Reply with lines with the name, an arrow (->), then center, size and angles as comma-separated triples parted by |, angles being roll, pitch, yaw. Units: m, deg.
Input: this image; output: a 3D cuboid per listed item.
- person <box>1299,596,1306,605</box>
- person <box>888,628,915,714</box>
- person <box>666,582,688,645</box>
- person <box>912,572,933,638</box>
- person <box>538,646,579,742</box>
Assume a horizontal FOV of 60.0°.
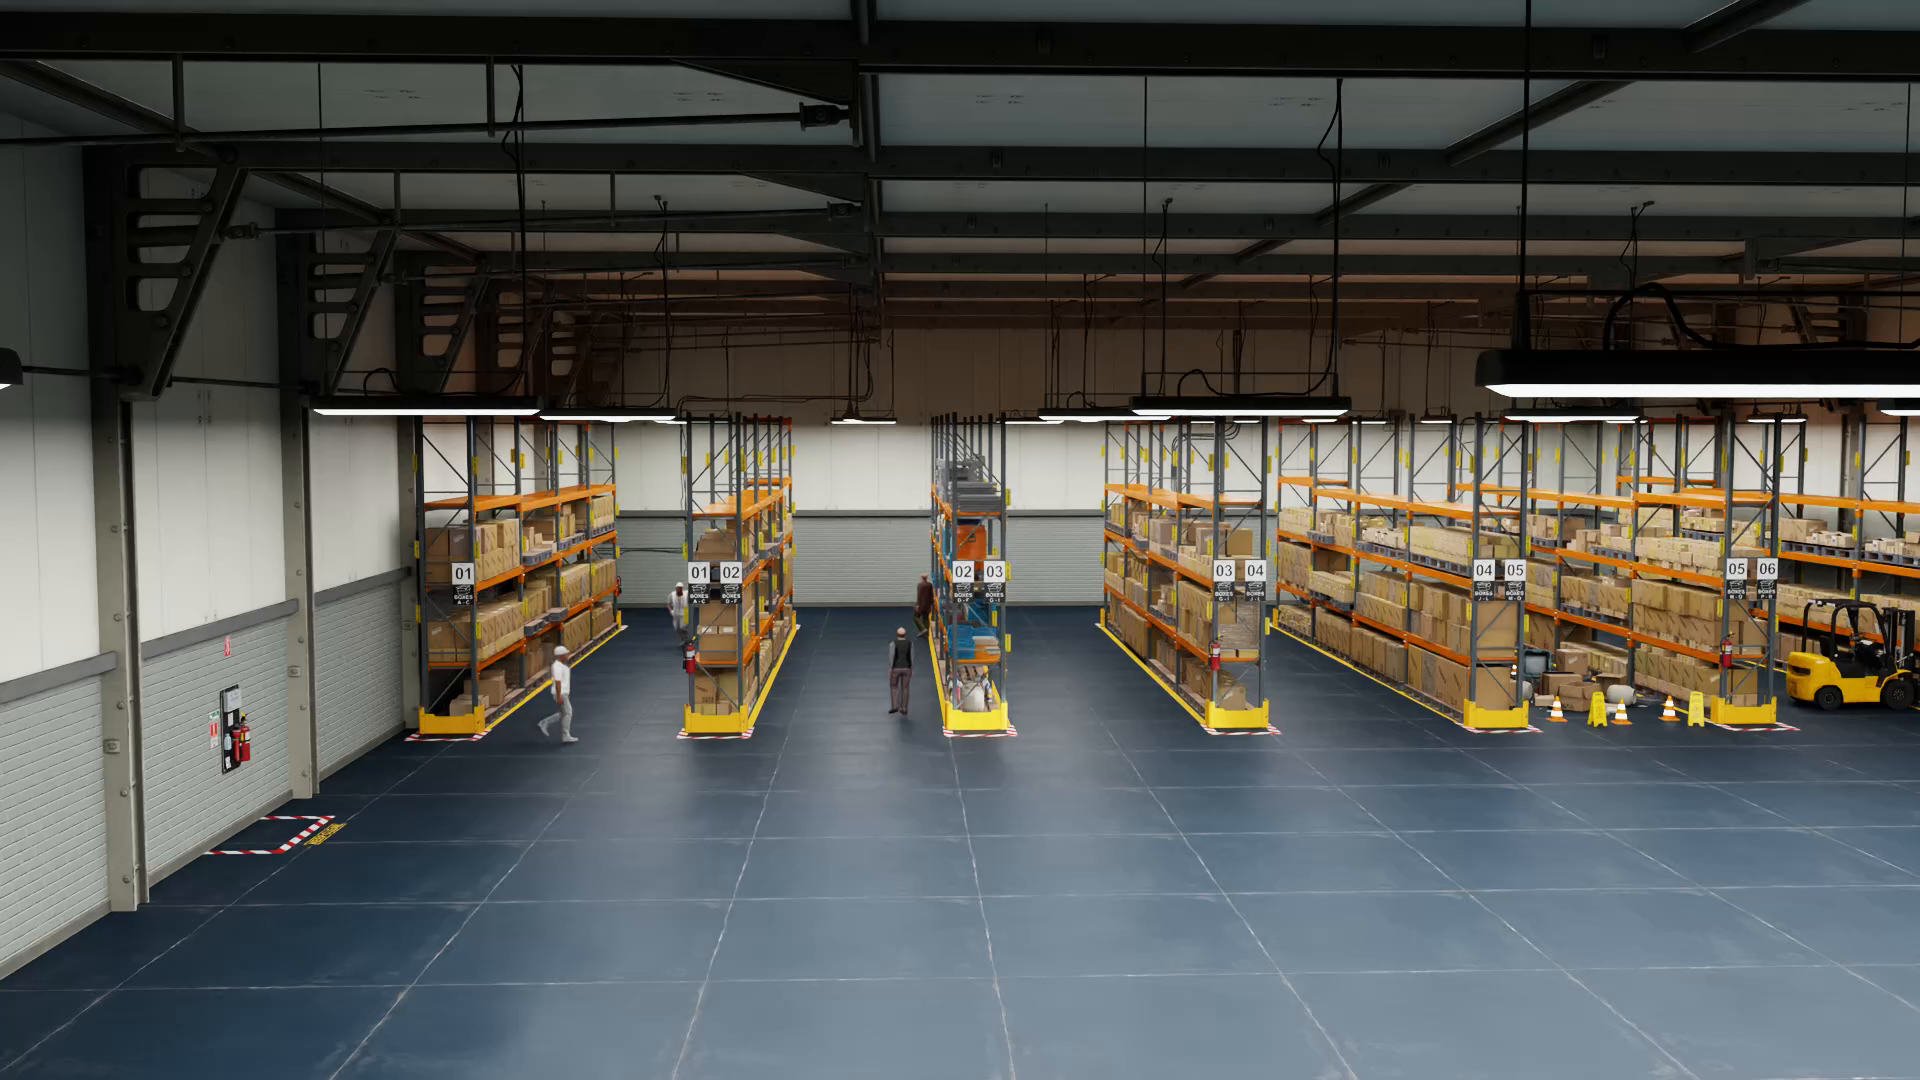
person -> 10.814, 1.378, 52.141 | 0.463, 1.623, 0.452 | -2, 4, -21
person -> -1.161, 2.635, 33.141 | 0.567, 1.769, 0.613 | -1, 4, -14
person -> -7.316, 1.930, 43.440 | 0.650, 1.683, 0.655 | 1, 4, 8
person -> -0.960, 1.766, 45.074 | 0.539, 1.778, 0.639 | 4, 5, 44
person -> -7.303, 2.787, 30.192 | 0.772, 1.739, 0.586 | 0, 4, 0
